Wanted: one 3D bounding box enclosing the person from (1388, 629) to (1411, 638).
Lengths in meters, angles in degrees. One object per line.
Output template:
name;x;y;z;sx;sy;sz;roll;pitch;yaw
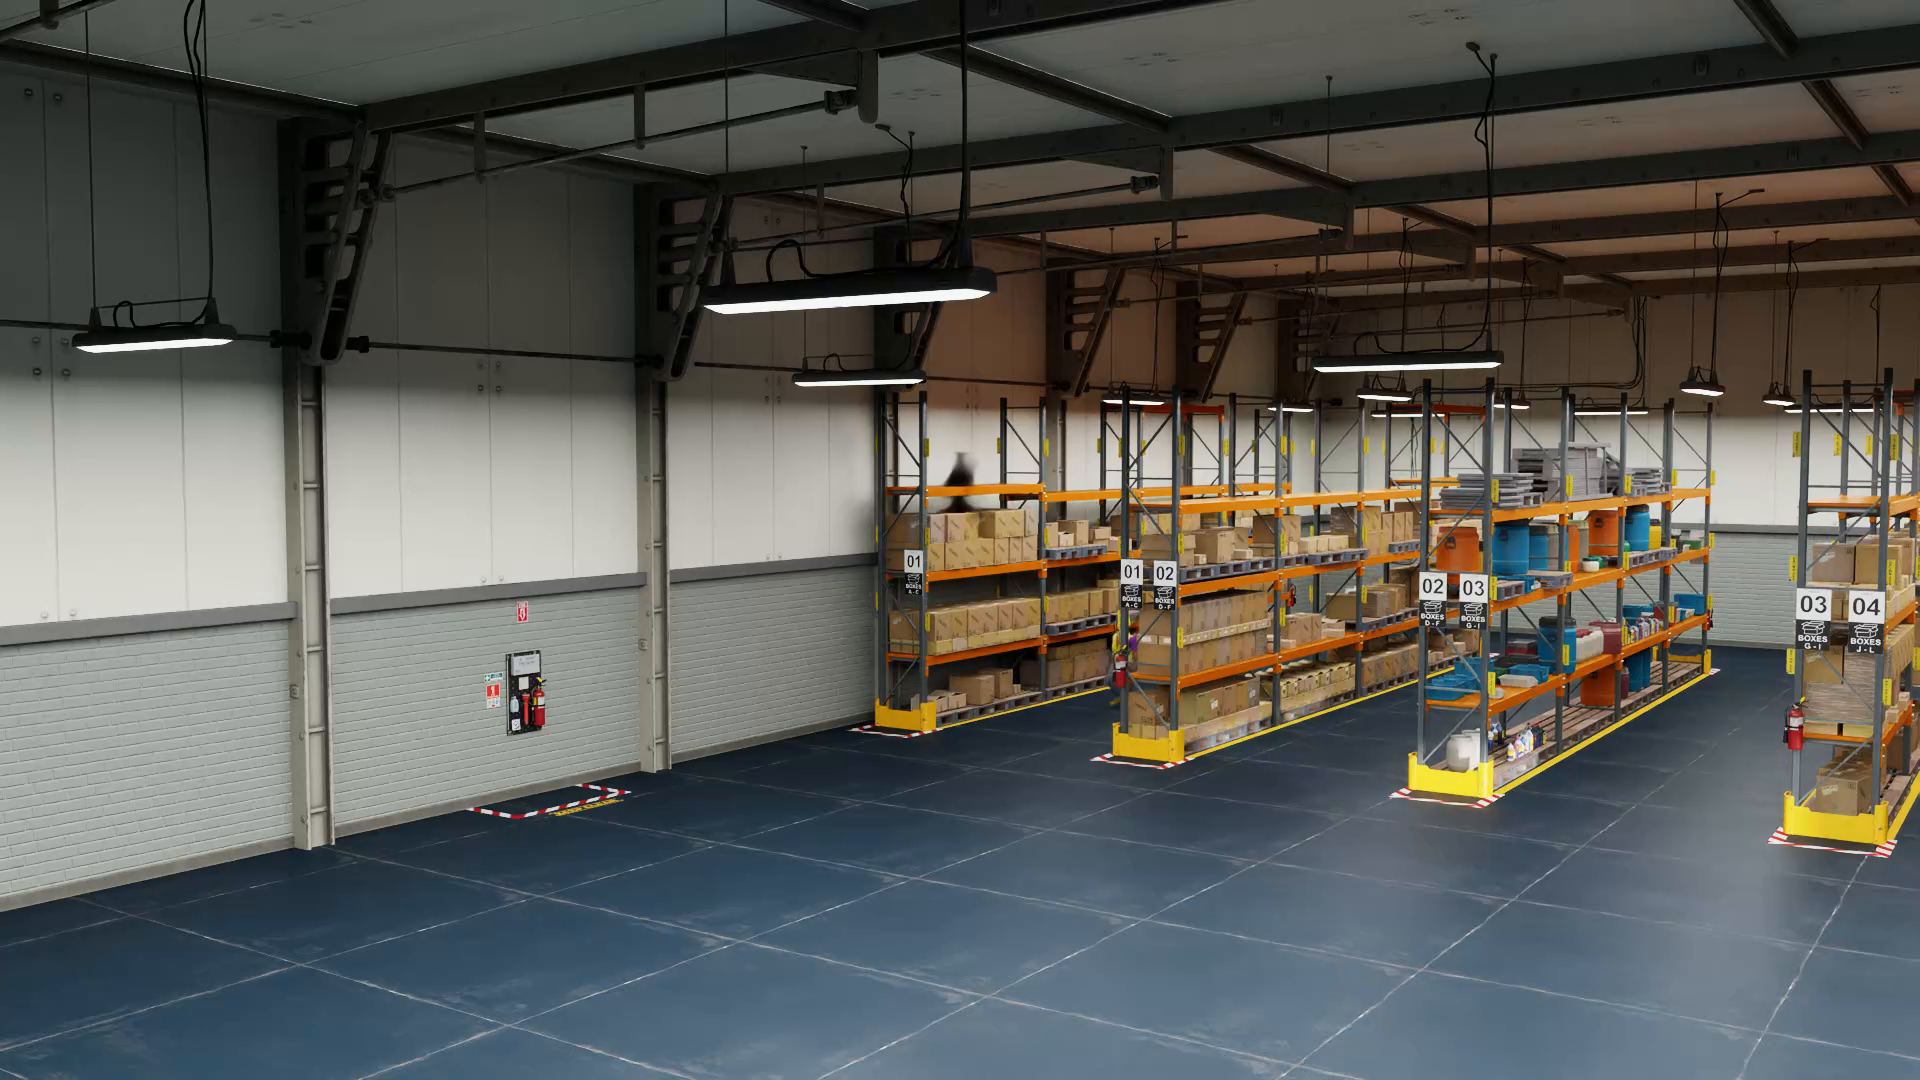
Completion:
person;11.221;1.902;41.887;0.667;1.573;0.975;-3;4;-40

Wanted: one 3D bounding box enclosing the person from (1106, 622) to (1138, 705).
person;3.123;2.369;31.806;0.694;1.705;0.736;2;4;37
